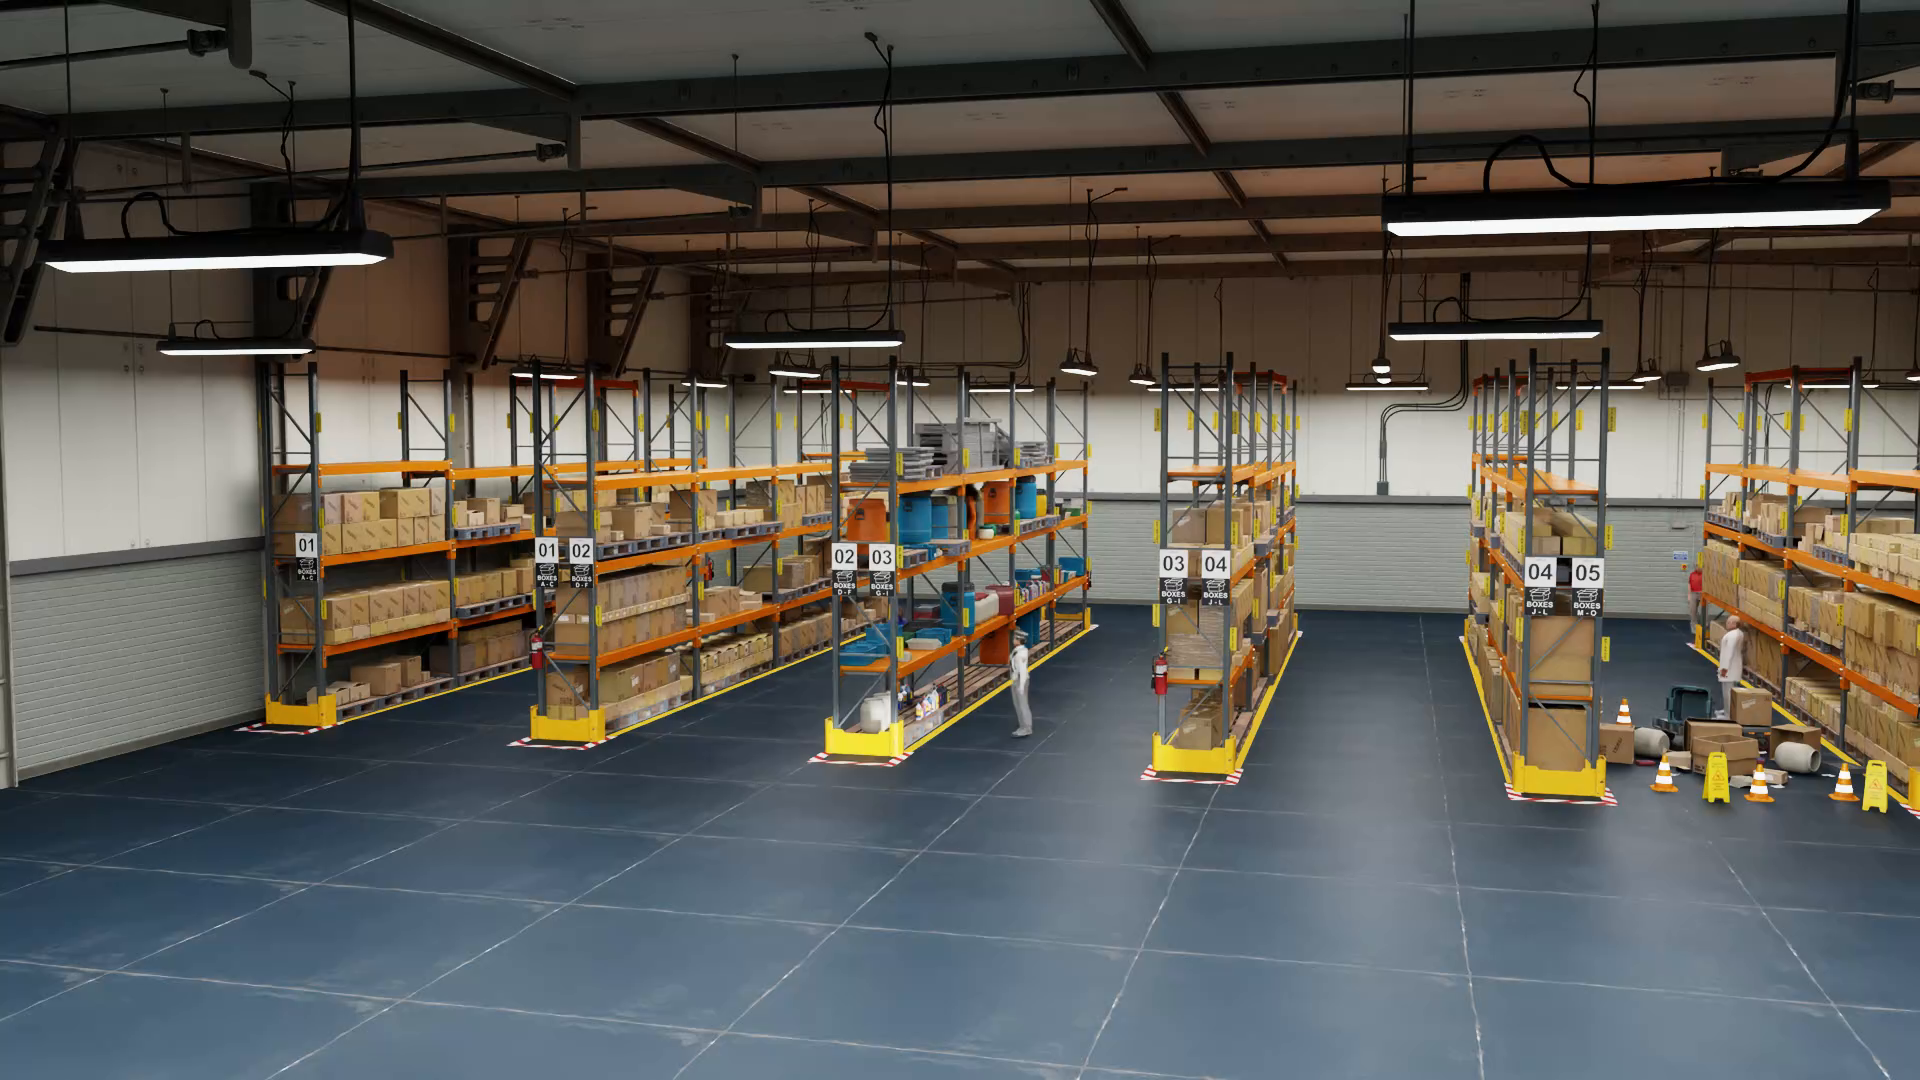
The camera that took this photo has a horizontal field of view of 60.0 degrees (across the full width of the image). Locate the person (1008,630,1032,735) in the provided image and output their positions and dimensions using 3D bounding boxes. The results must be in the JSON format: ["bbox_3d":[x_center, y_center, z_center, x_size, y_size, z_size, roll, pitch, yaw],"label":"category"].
[{"bbox_3d":[0.960,2.299,26.642,0.378,1.719,0.576,-1,4,-12],"label":"person"}]

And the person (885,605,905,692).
[{"bbox_3d":[-1.151,2.017,30.493,0.379,1.680,0.466,3,5,38],"label":"person"}]

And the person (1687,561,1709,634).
[{"bbox_3d":[17.550,1.370,39.481,0.553,1.746,0.365,4,5,41],"label":"person"}]

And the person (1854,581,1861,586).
[{"bbox_3d":[20.193,1.539,37.518,0.981,1.634,0.521,1,4,9],"label":"person"}]

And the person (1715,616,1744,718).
[{"bbox_3d":[12.938,2.147,28.049,0.595,1.774,0.619,-2,5,-31],"label":"person"}]
